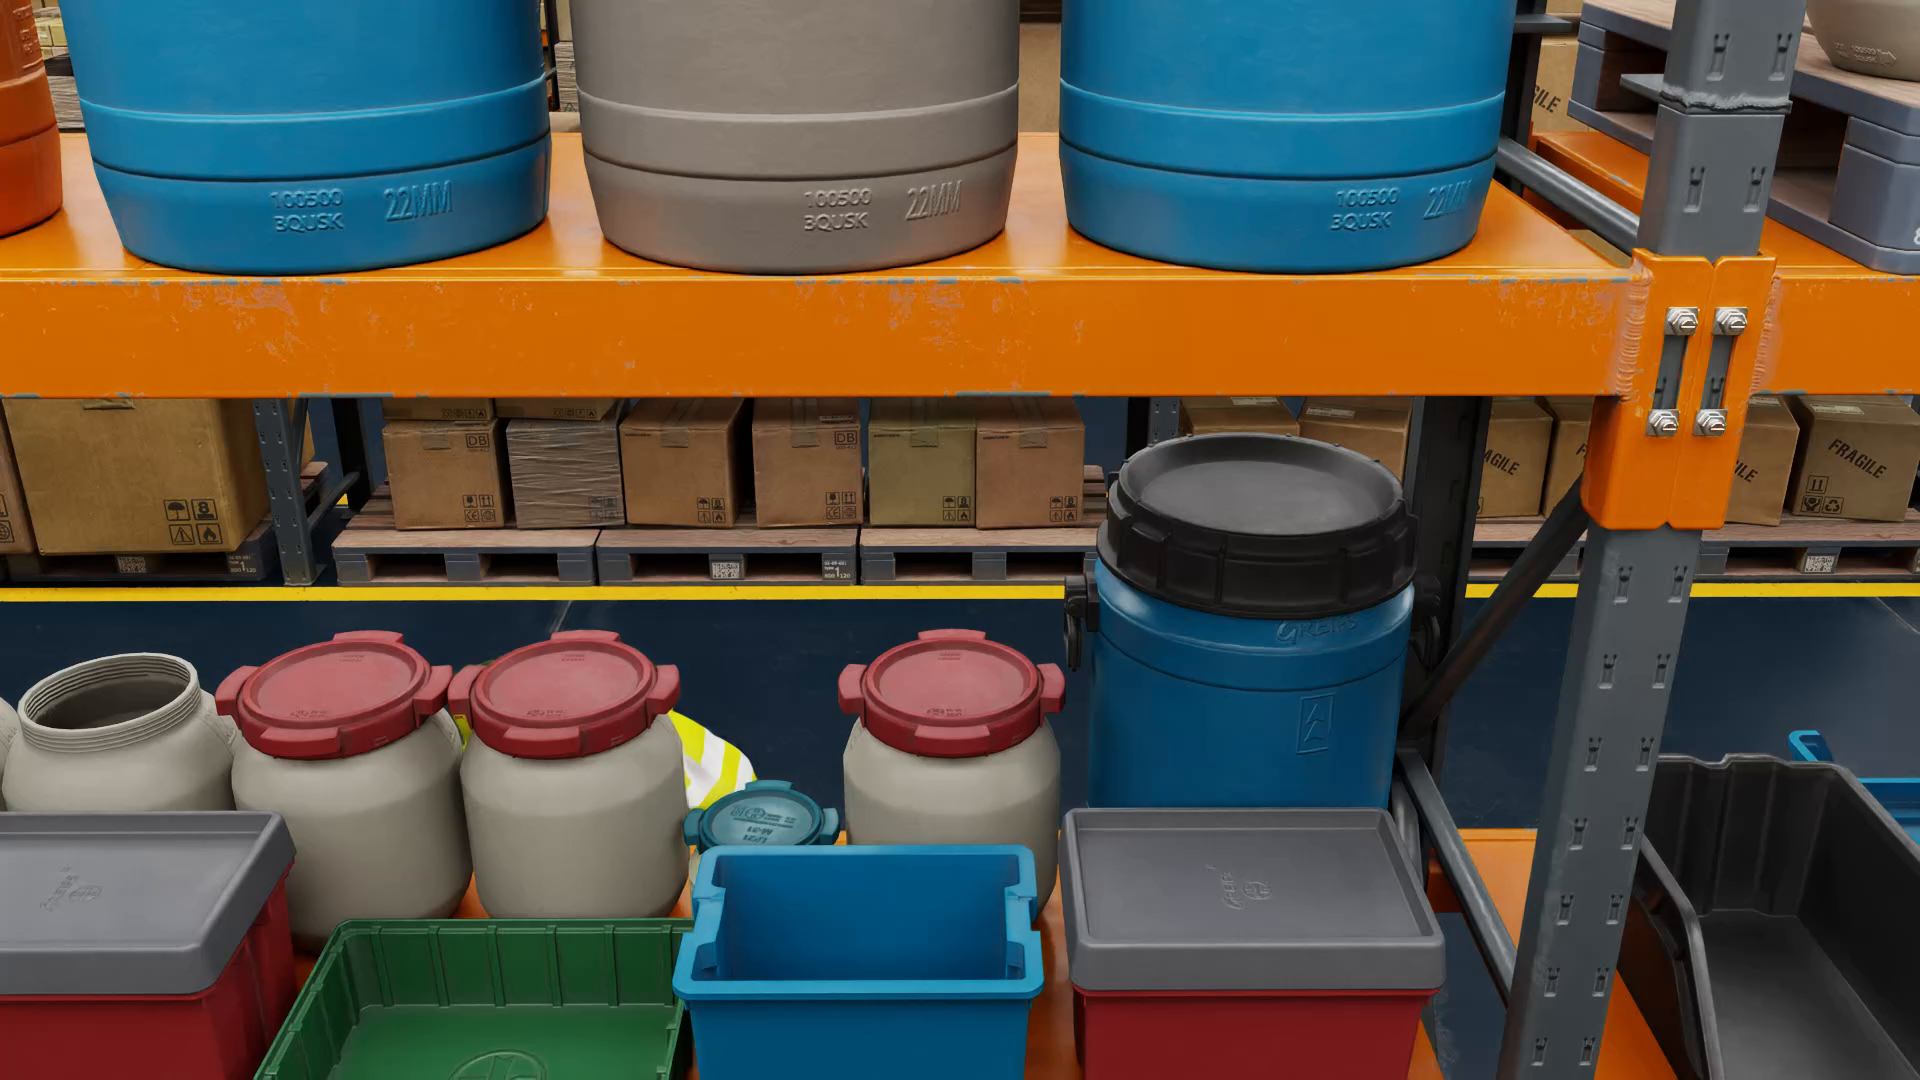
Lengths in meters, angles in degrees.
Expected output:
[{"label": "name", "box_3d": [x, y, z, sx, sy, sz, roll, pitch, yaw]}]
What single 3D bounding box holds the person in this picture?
[{"label": "person", "box_3d": [-1.078, 0.843, 5.093, 0.895, 1.027, 0.583, 0, 24, -1]}]
